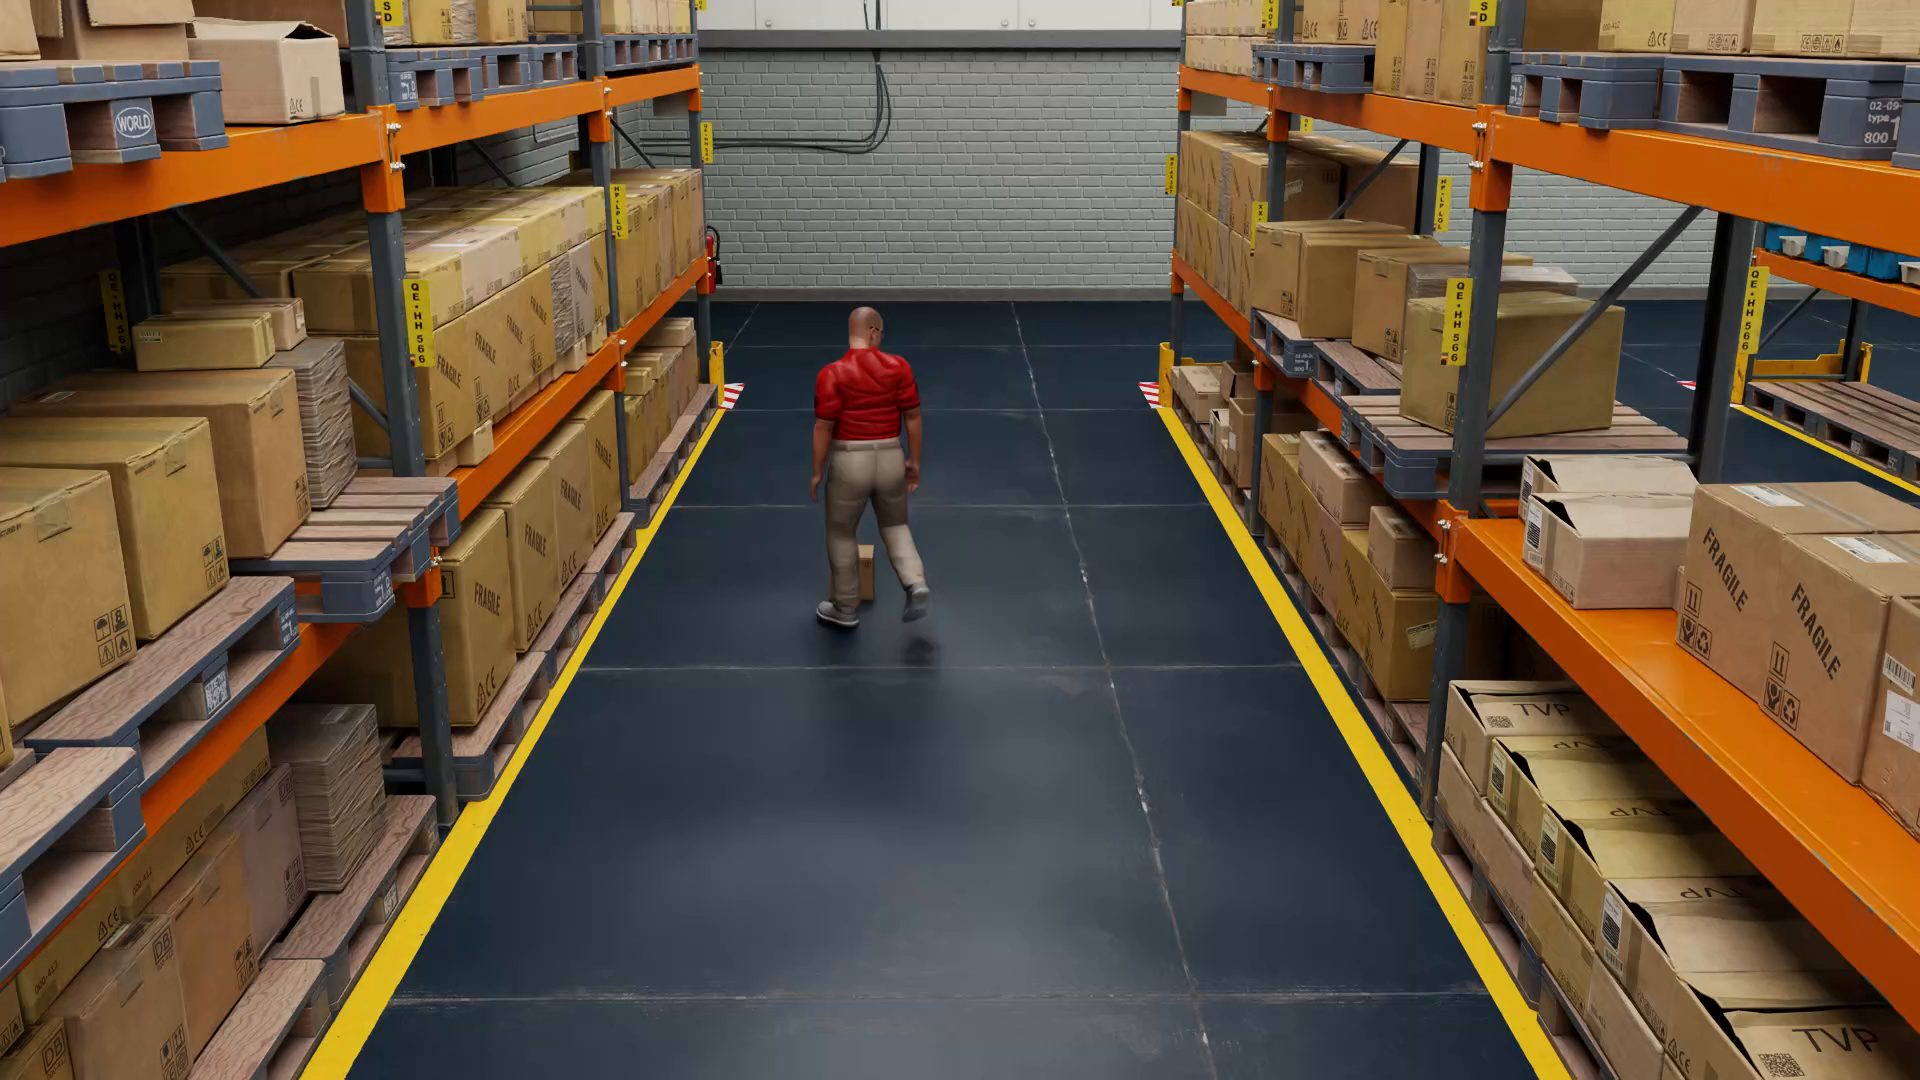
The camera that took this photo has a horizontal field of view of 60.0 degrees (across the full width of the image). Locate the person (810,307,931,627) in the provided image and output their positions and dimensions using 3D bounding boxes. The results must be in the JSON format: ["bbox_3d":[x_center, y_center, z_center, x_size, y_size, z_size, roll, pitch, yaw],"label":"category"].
[{"bbox_3d":[-0.480,-0.358,8.690,0.581,1.715,0.650,-7,18,-22],"label":"person"}]
